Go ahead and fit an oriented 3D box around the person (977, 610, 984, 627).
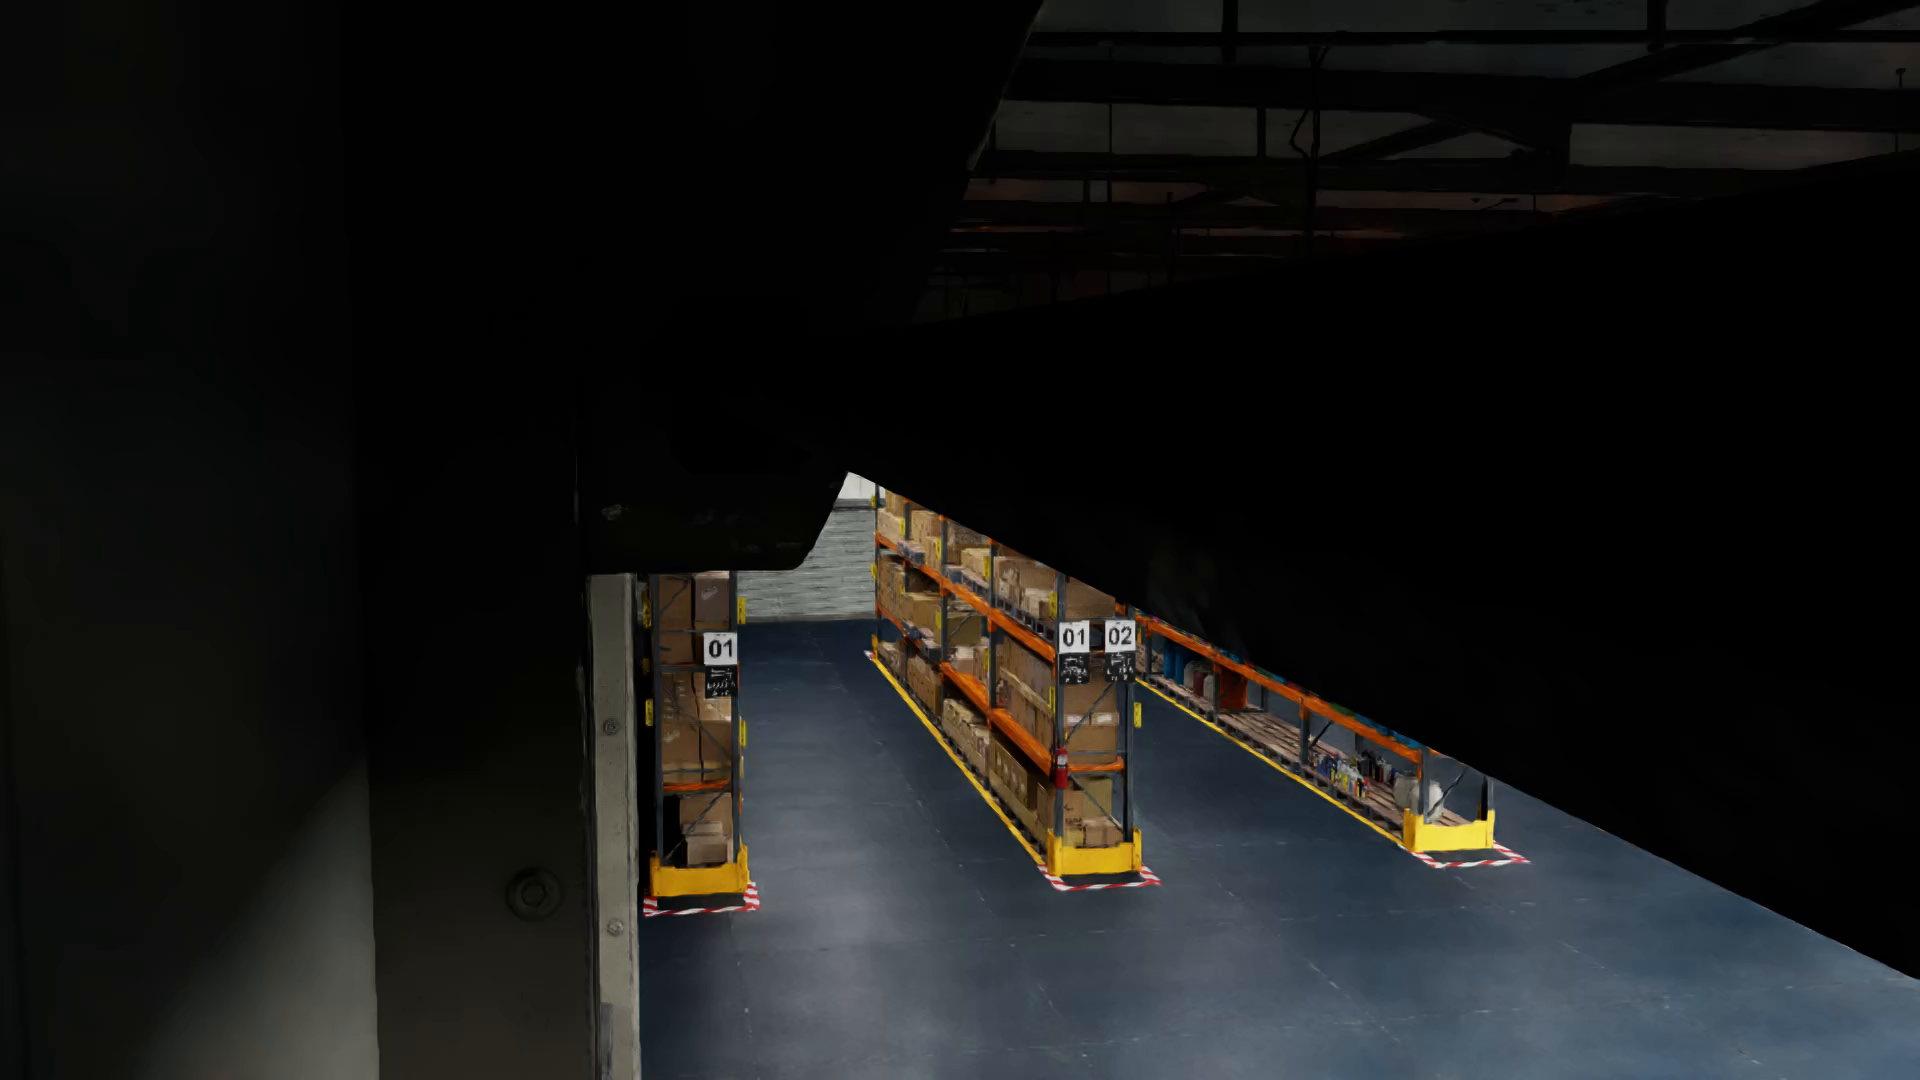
[{"bbox_3d":[0.374,1.310,40.868,0.682,1.676,0.535,-1,6,-13],"label":"person"}]
